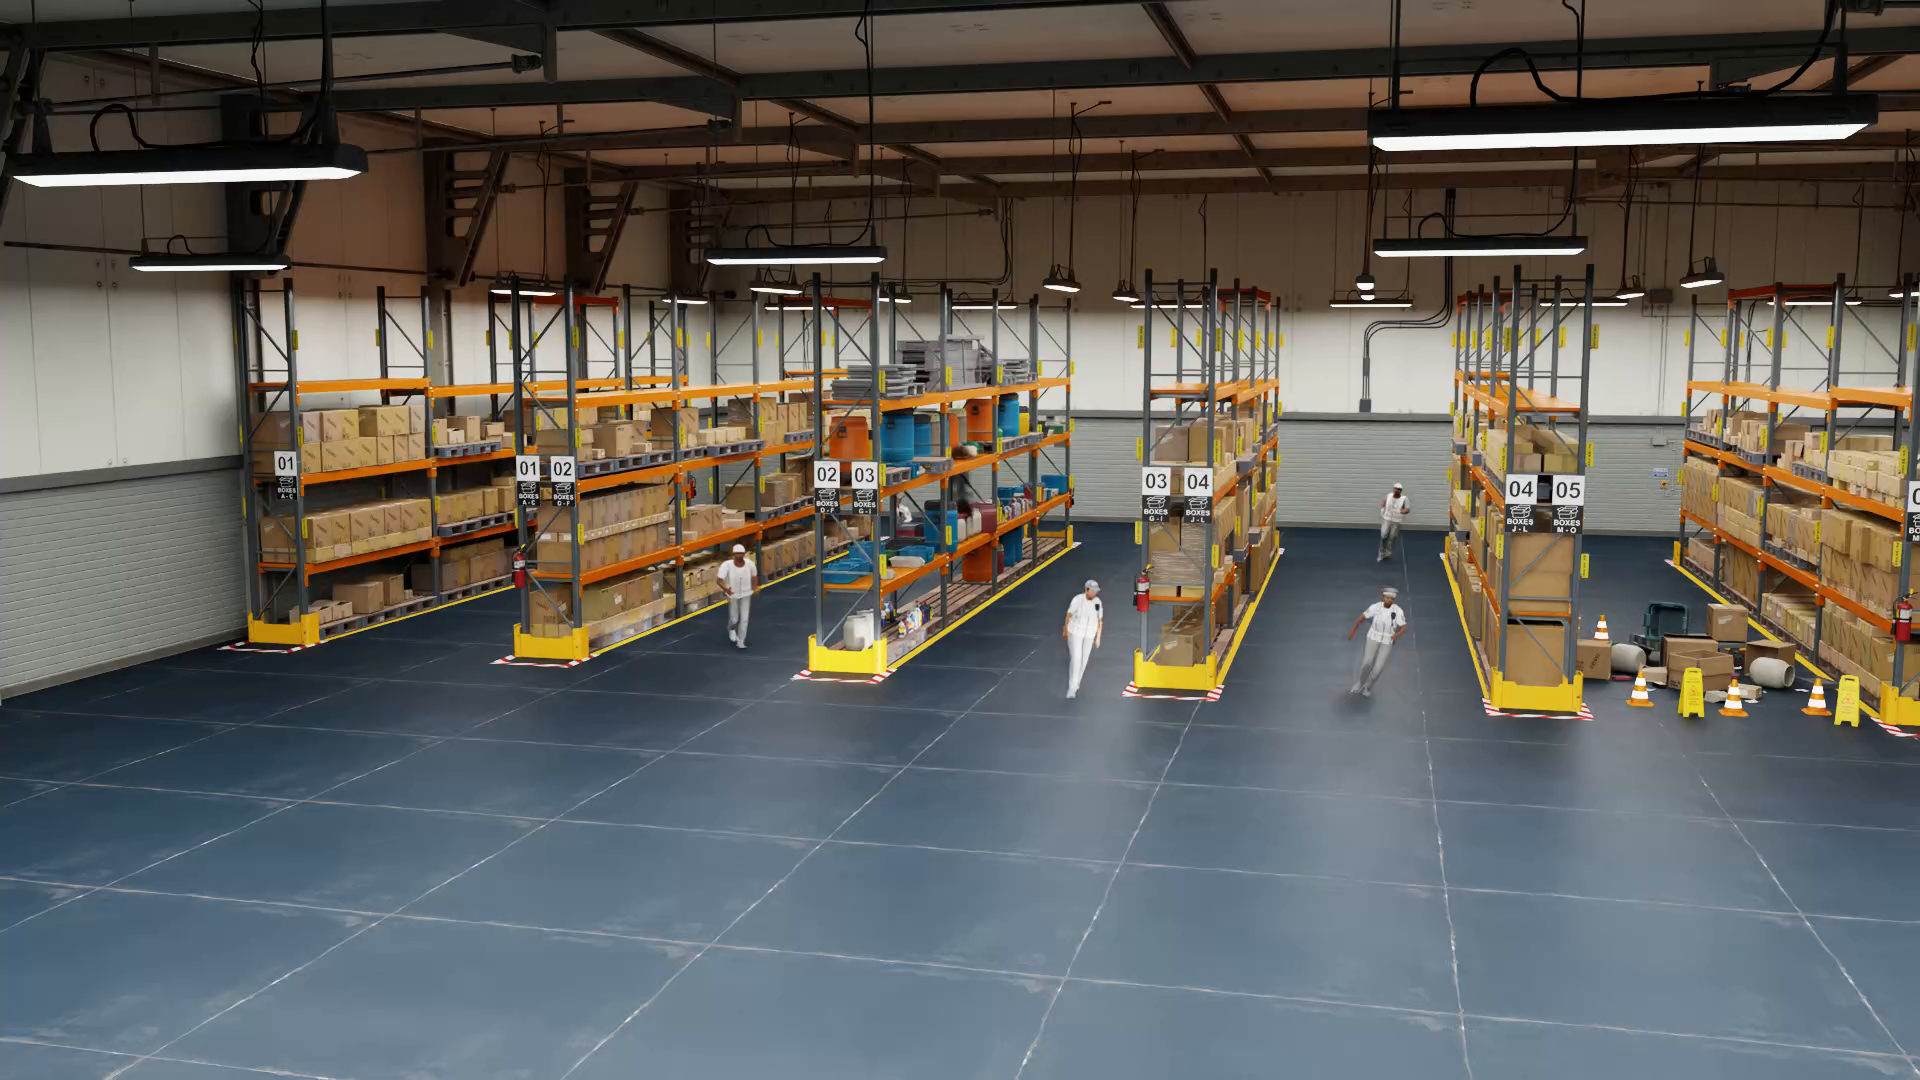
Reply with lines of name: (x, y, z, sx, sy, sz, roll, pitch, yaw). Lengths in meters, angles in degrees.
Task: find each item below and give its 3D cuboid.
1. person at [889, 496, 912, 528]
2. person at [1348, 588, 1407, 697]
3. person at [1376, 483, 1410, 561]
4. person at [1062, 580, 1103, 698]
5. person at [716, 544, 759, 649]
person: (-1.305, -0.280, 37.766, 0.620, 1.514, 1.014, 2, 7, 19)
person: (5.883, 1.453, 23.349, 0.764, 1.581, 0.629, 0, 7, 4)
person: (9.915, -0.403, 37.938, 0.703, 1.829, 0.706, 3, 7, 23)
person: (1.714, 1.371, 23.704, 0.589, 1.657, 0.663, -2, 7, -17)
person: (-3.642, 0.905, 27.233, 0.701, 1.714, 0.761, -2, 7, -16)
